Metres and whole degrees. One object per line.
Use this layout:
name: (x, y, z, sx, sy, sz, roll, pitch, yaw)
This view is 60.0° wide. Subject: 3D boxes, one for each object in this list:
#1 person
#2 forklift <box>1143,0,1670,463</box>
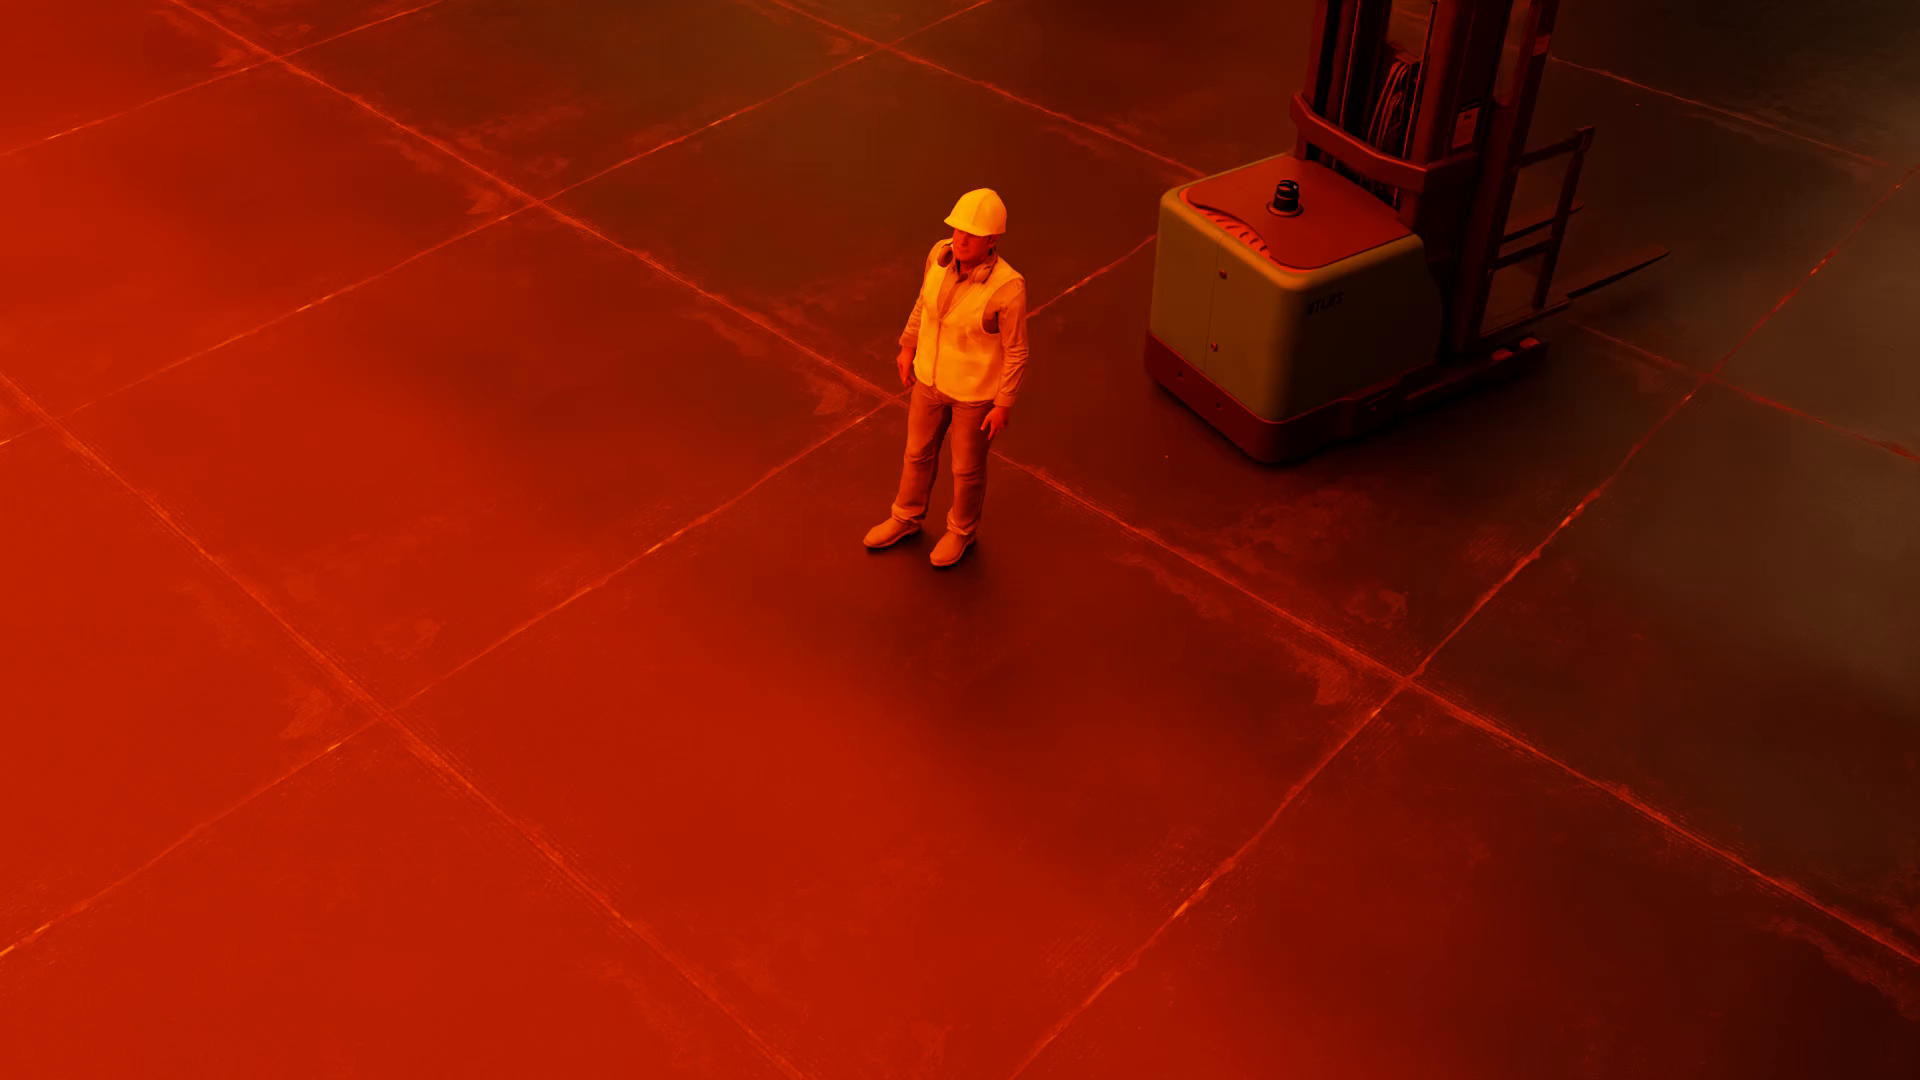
person: (-0.048, -0.652, 7.065, 0.633, 1.775, 0.566, 31, 49, 31)
forklift: (2.471, -2.211, 8.005, 3.031, 2.935, 1.130, -22, 45, -24)
